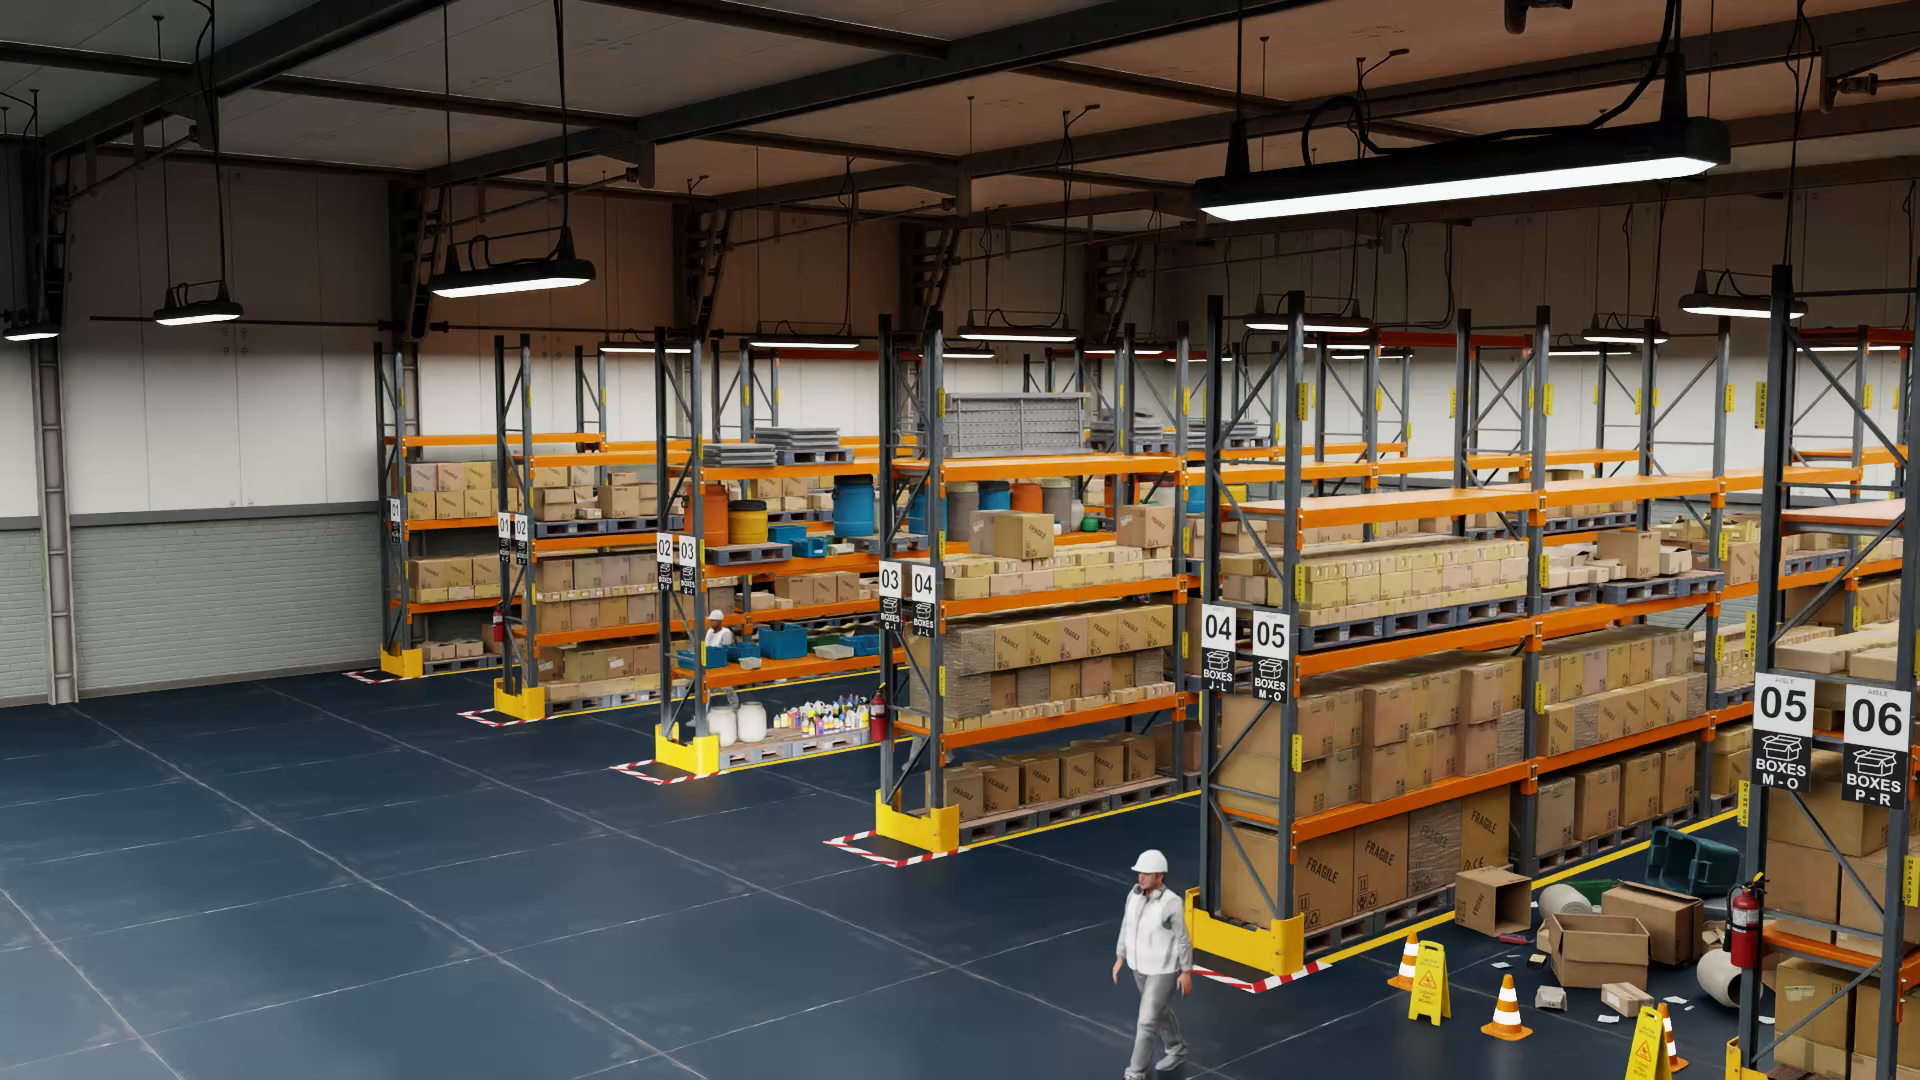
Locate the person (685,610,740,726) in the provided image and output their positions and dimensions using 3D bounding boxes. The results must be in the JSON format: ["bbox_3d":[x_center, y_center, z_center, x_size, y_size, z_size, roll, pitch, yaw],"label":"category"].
[{"bbox_3d":[-3.775,1.956,25.527,0.599,1.766,0.860,4,7,40],"label":"person"}]

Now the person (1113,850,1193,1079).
[{"bbox_3d":[1.372,3.156,12.305,0.960,1.727,0.569,-4,6,-35],"label":"person"}]

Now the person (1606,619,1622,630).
[{"bbox_3d":[10.497,1.994,26.411,0.692,1.548,0.606,-3,6,-32],"label":"person"}]

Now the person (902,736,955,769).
[{"bbox_3d":[-0.441,2.269,22.640,0.474,1.633,0.928,5,7,41],"label":"person"}]
